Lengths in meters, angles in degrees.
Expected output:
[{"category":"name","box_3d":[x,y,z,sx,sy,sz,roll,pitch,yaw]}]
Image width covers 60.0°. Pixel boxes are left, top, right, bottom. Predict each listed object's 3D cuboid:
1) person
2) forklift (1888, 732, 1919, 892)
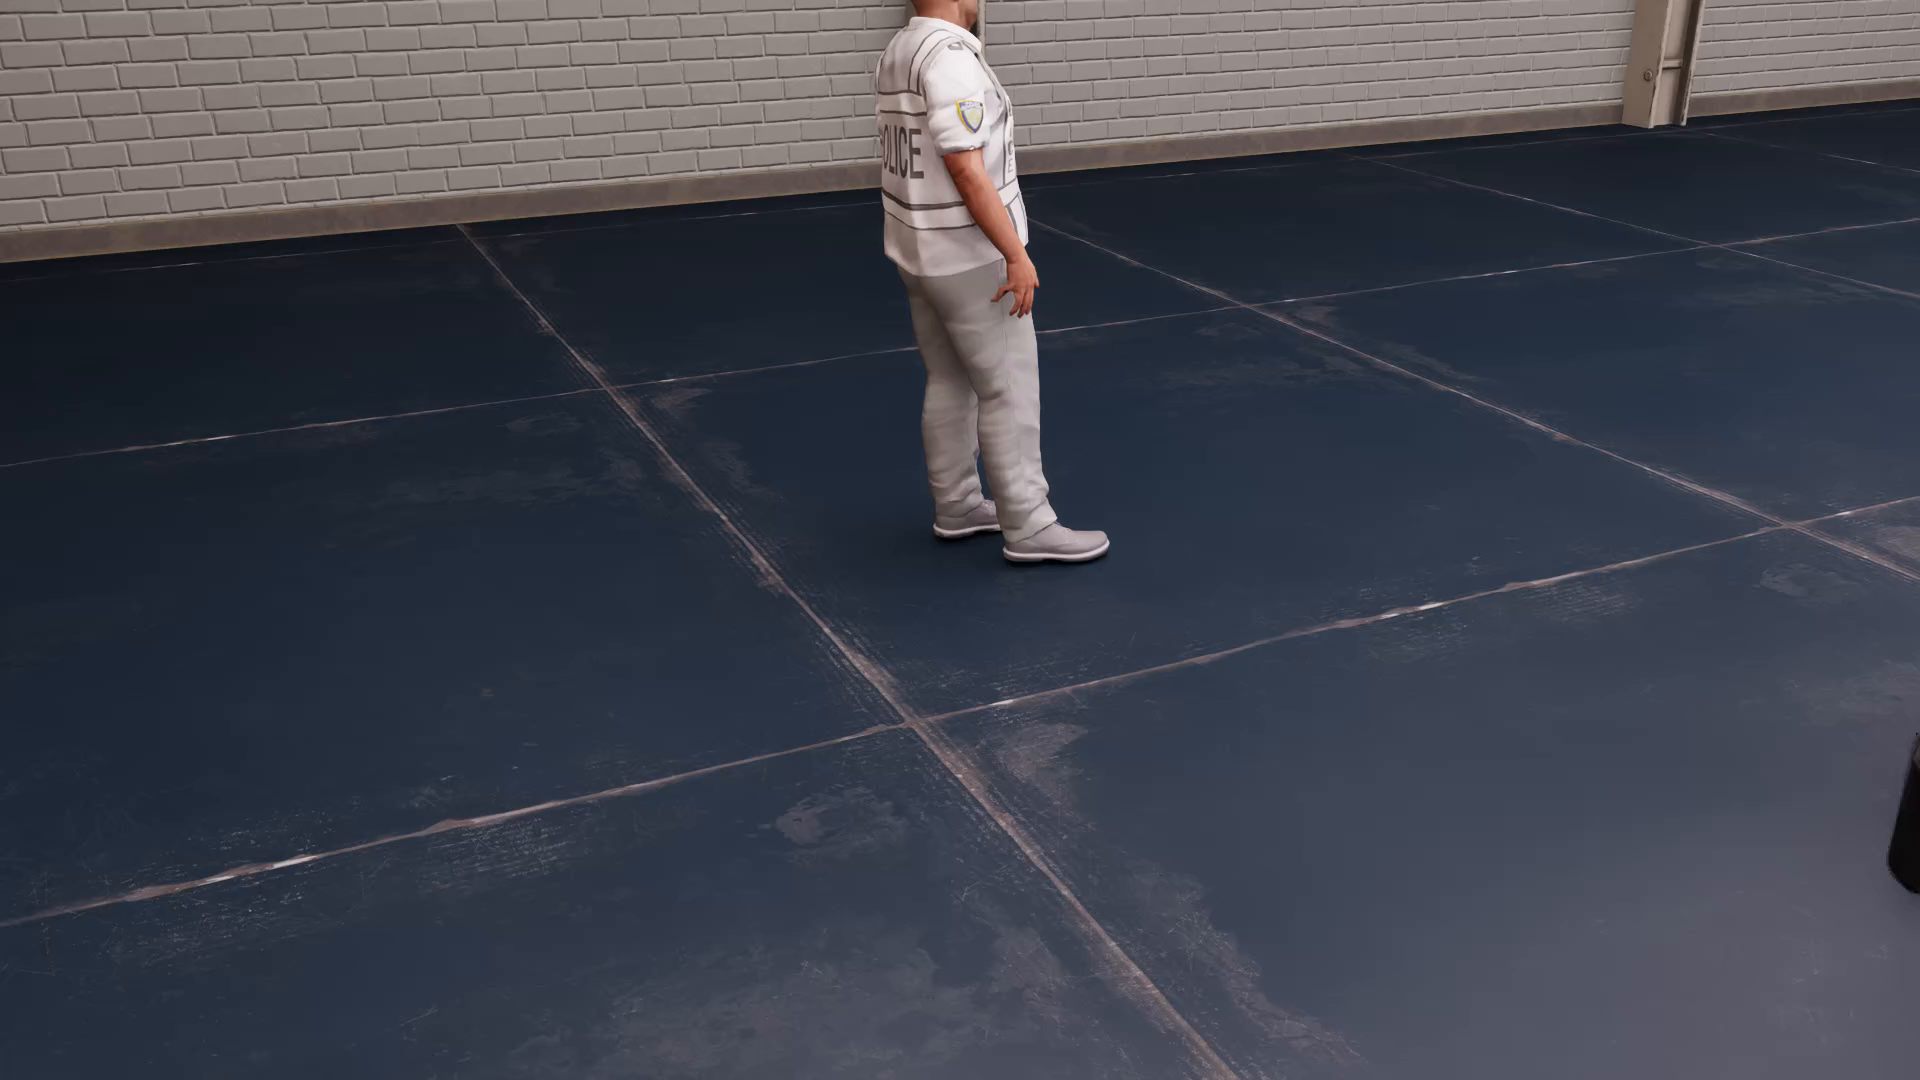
[{"category":"person","box_3d":[0.075,-0.837,4.783,0.575,1.778,0.640,-10,25,-23]},{"category":"forklift","box_3d":[3.374,-0.457,2.386,3.031,2.935,1.130,14,26,30]}]
